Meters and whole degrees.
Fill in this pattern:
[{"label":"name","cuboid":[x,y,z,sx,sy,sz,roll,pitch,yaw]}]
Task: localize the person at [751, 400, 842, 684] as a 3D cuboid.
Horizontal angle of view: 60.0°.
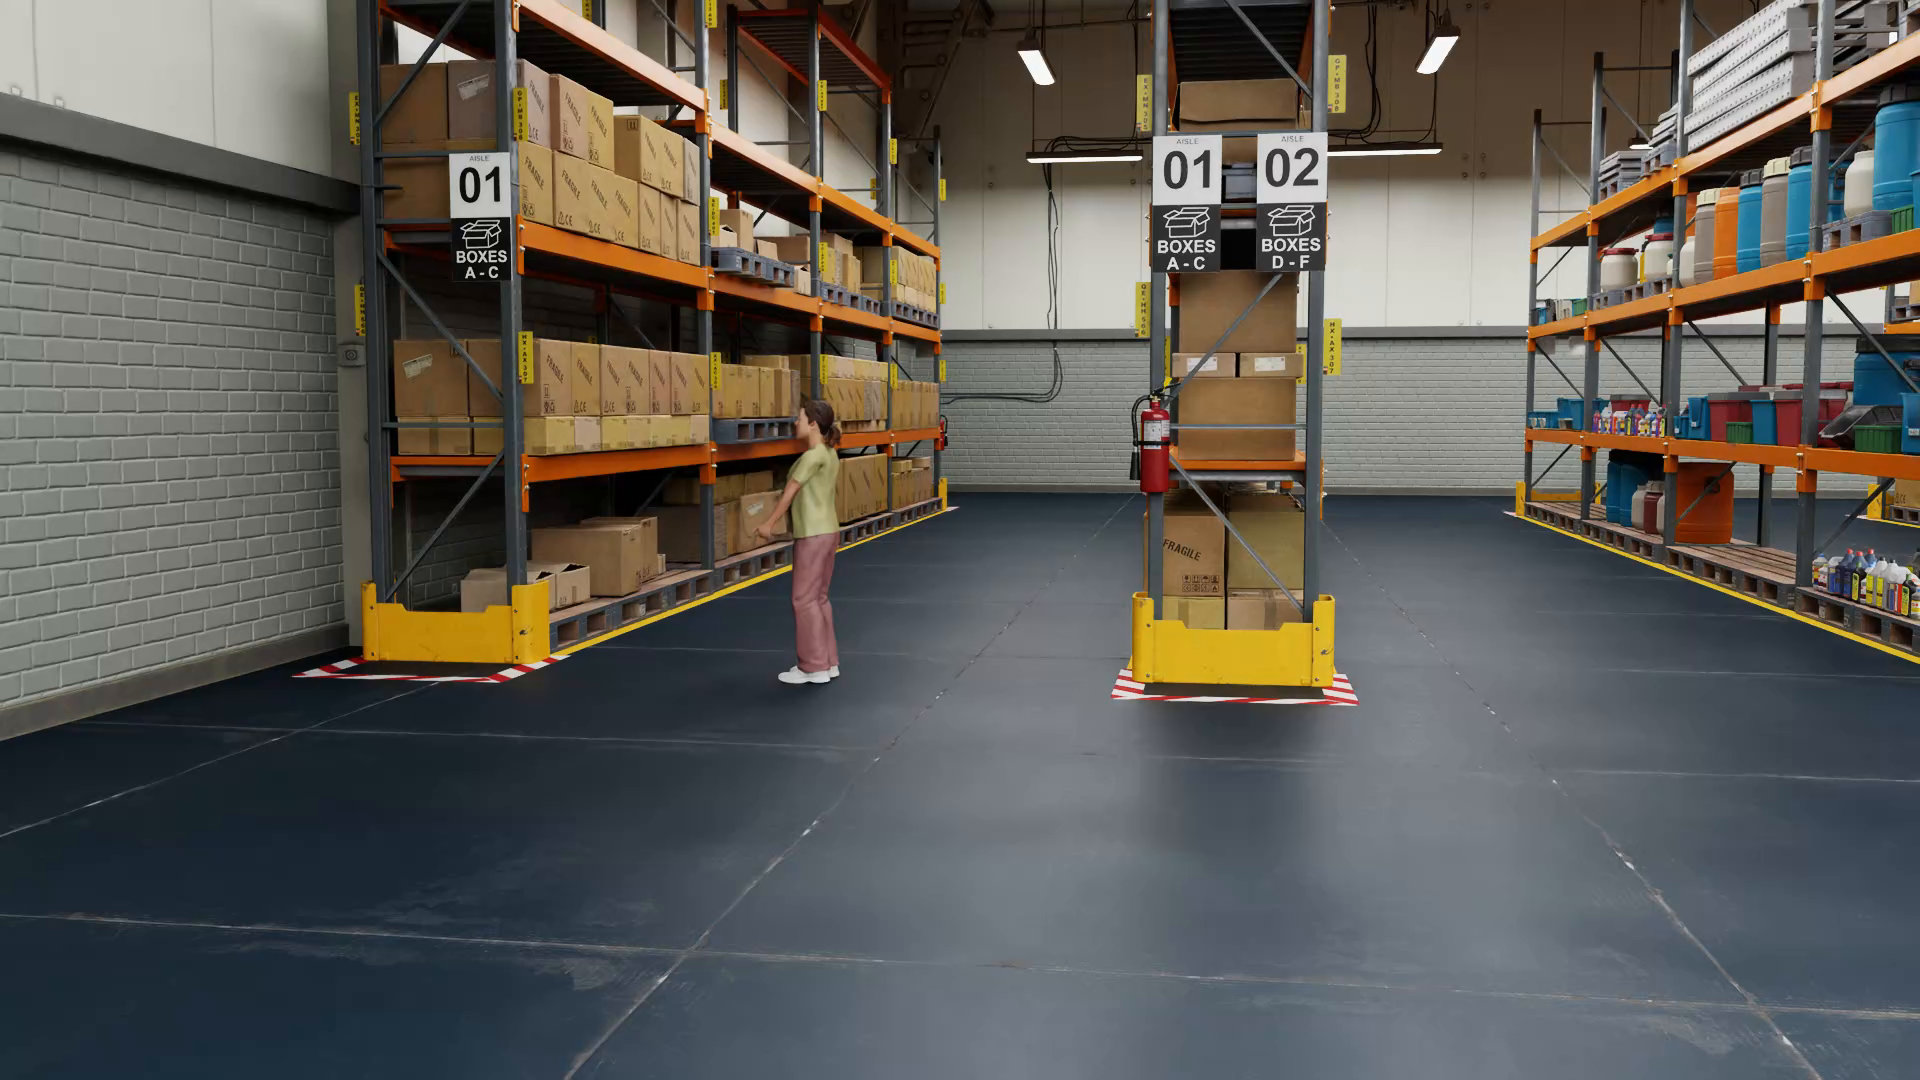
[{"label":"person","cuboid":[-0.946,0.009,9.855,0.527,1.664,0.405,1,5,9]}]
